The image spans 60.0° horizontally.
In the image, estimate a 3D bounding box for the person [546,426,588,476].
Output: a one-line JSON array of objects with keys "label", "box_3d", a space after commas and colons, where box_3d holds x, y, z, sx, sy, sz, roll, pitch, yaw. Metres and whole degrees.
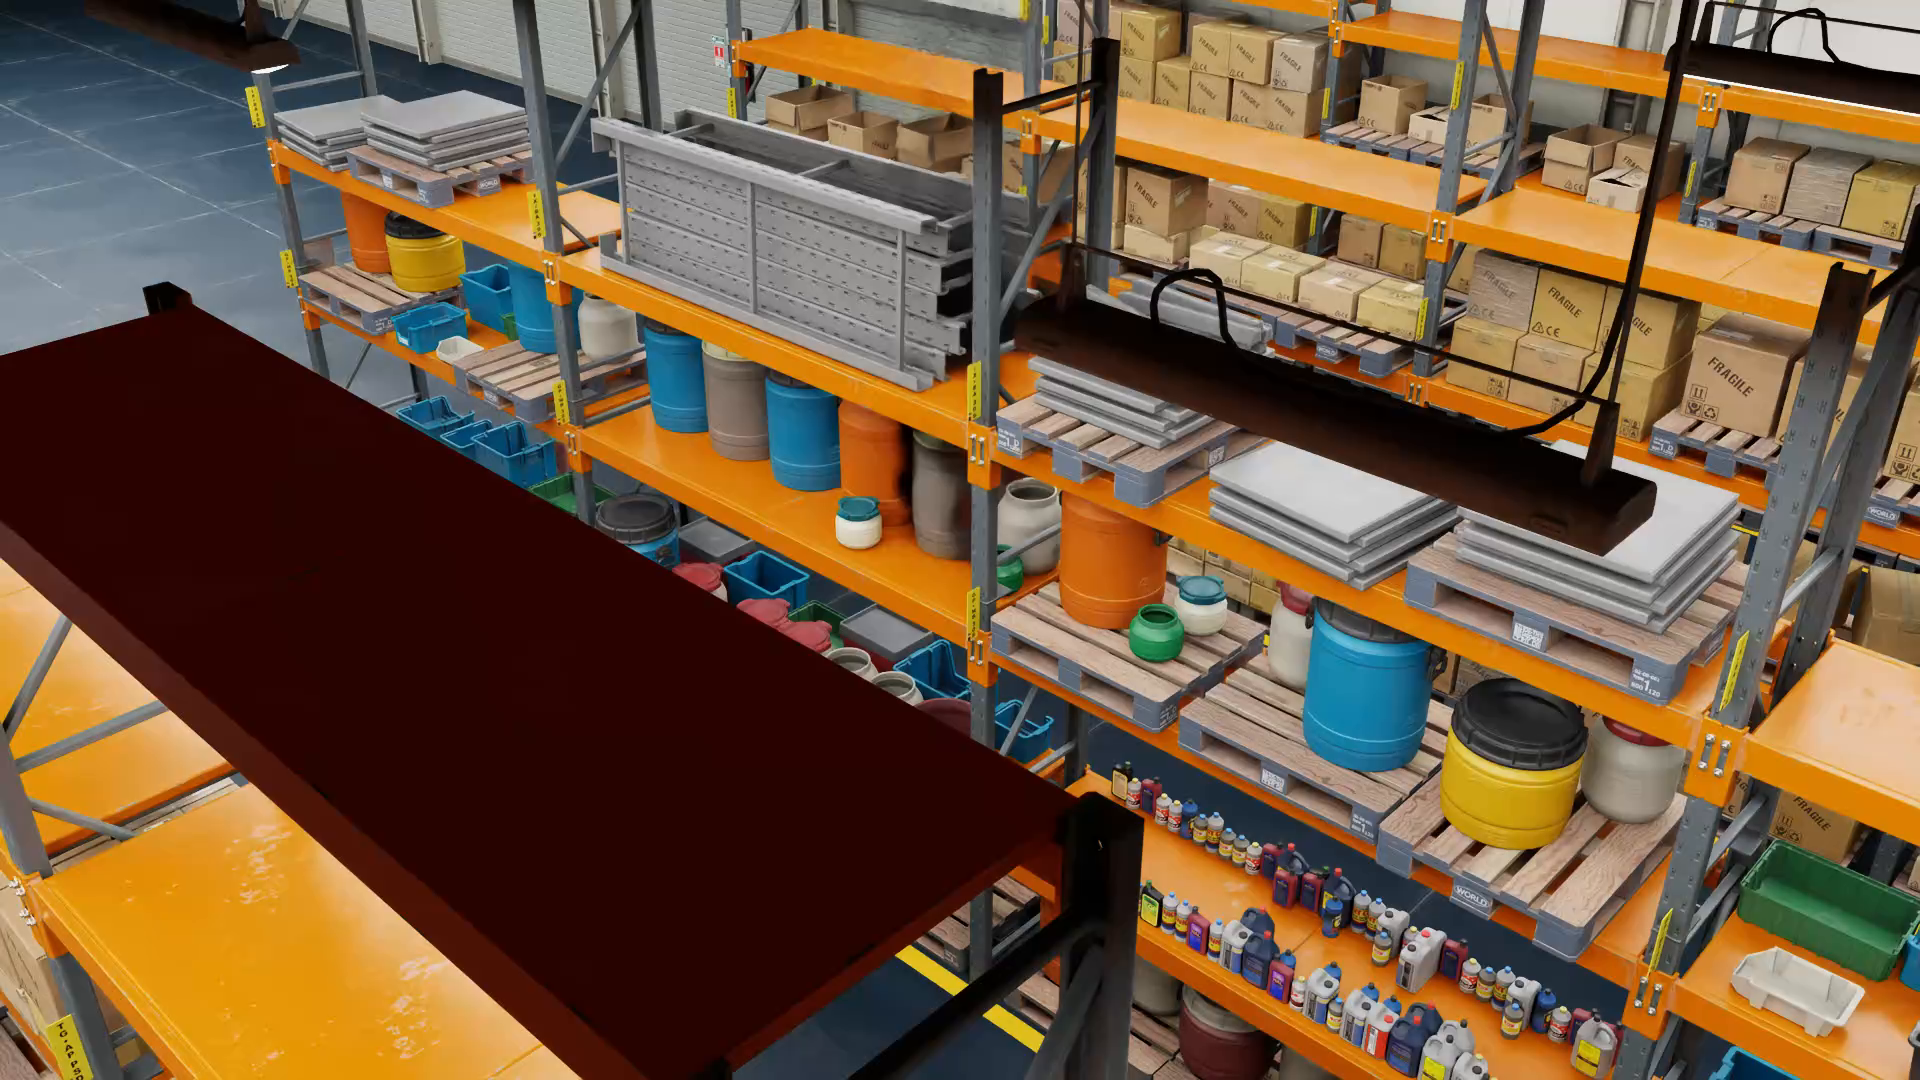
[{"label": "person", "box_3d": [-3.845, -0.967, 16.192, 0.969, 1.660, 0.572, 15, 33, 24]}]
